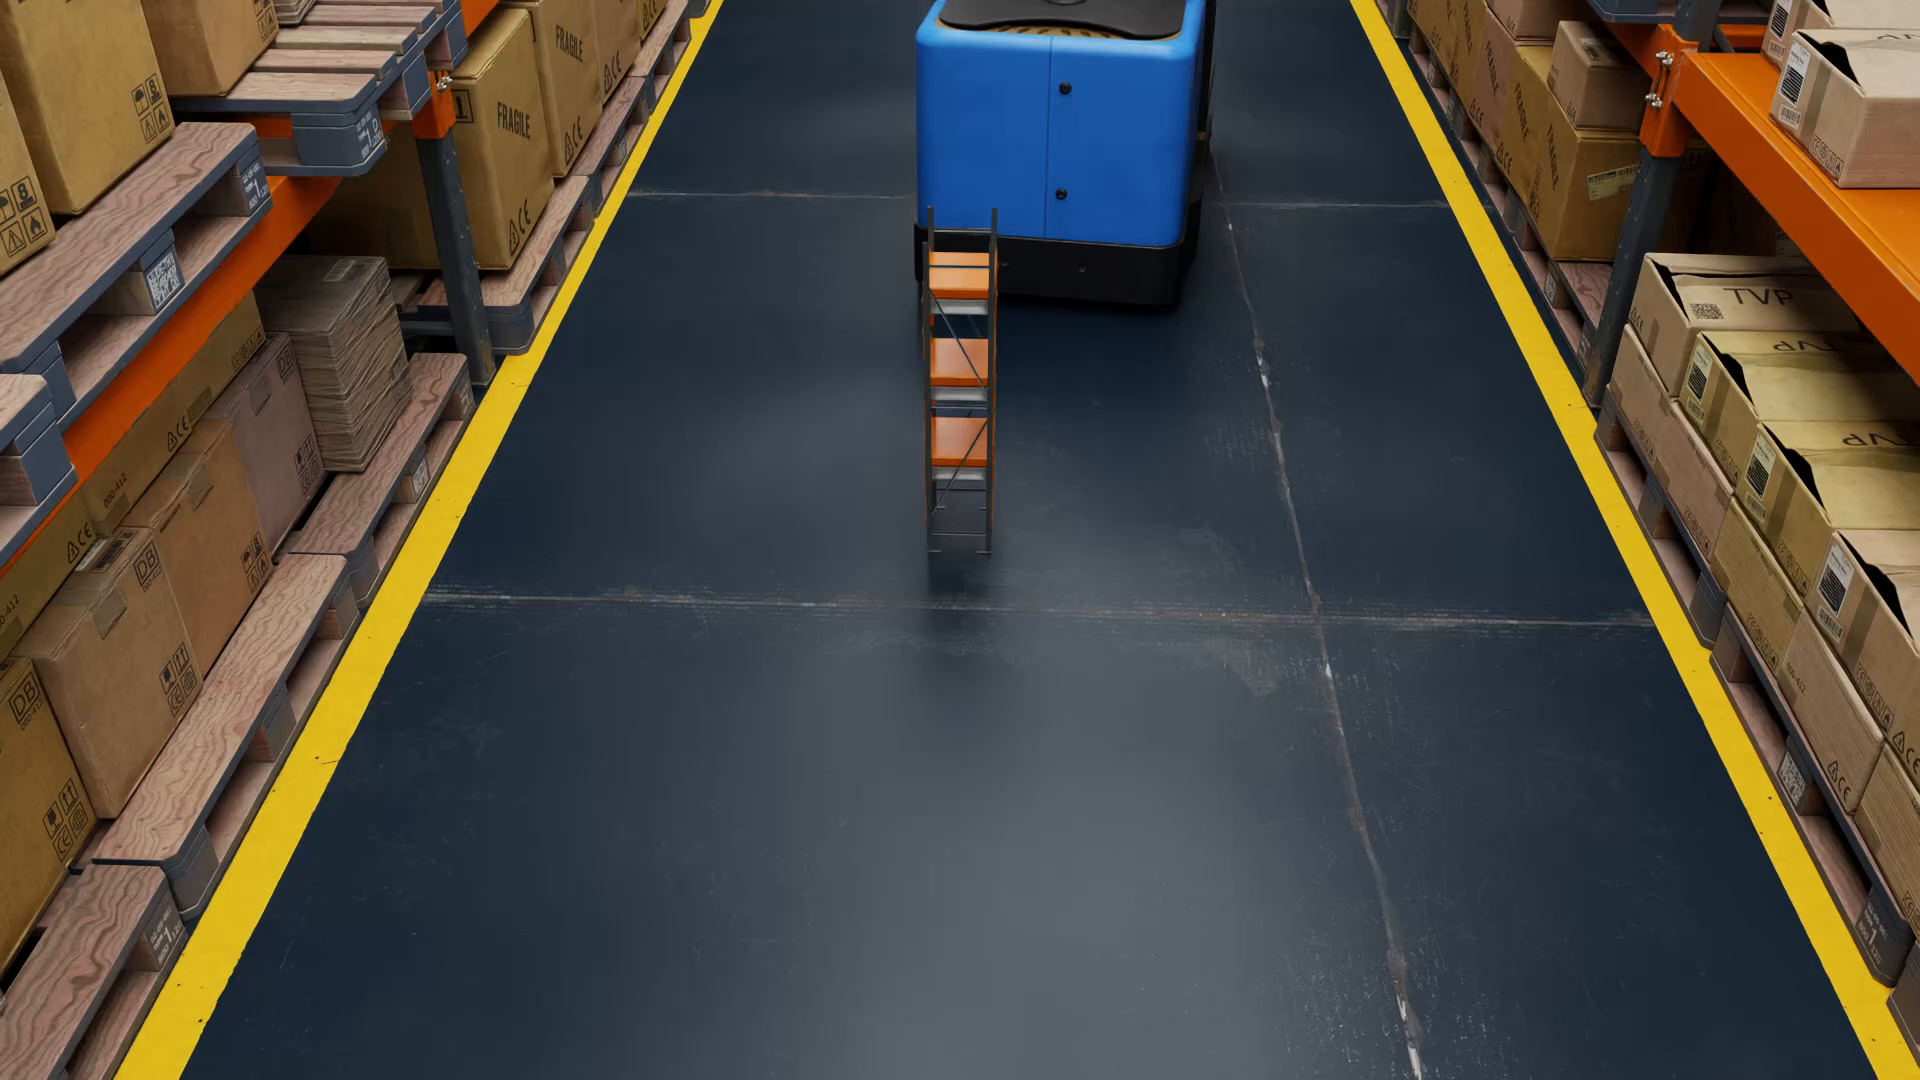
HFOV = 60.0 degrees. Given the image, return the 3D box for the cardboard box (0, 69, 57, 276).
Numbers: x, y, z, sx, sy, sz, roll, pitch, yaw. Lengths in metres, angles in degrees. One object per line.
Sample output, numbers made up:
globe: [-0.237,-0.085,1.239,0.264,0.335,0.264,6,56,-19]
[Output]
cardboard box: [-2.291,-0.737,3.221,0.700,0.500,0.500,6,36,8]

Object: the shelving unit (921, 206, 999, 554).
shelving unit: [0.002,-0.460,4.992,0.215,1.050,0.252,1,35,2]

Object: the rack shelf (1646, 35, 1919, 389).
rack shelf: [2.660,-0.267,3.647,1.077,0.370,4.000,1,35,2]

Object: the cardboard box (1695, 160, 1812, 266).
cardboard box: [3.044,-1.123,6.030,0.500,0.500,0.500,3,35,4]

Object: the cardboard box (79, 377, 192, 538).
cardboard box: [-2.288,-0.251,4.137,0.500,0.250,0.500,1,35,2]

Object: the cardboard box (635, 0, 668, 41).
cardboard box: [-1.945,-3.037,8.467,0.750,0.750,0.750,2,35,2]

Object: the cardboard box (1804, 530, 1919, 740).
cardboard box: [2.370,0.197,3.899,0.500,0.311,0.500,1,35,1]

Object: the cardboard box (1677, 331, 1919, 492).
cardboard box: [2.413,-0.391,4.736,0.500,0.311,0.500,1,35,1]

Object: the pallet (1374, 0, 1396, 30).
pallet: [2.929,-3.262,9.709,1.003,0.211,1.213,1,35,2]

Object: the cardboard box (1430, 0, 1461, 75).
cardboard box: [2.627,-2.587,8.114,0.500,0.500,0.500,2,35,3]

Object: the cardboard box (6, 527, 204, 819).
cardboard box: [-2.326,0.304,4.000,0.700,0.500,0.500,2,35,2]

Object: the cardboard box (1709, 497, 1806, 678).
cardboard box: [2.391,0.124,4.491,0.500,0.250,0.500,0,35,1]

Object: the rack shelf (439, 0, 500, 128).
rack shelf: [-2.129,-2.678,7.077,1.077,0.370,4.000,1,35,2]

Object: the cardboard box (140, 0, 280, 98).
cardboard box: [-2.214,-1.452,4.238,0.700,0.500,0.500,-2,35,-3]

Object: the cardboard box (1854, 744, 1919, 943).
cardboard box: [2.349,0.711,3.656,0.500,0.250,0.500,2,35,3]

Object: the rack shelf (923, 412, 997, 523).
rack shelf: [0.002,-0.224,5.158,0.215,0.259,0.240,1,35,2]

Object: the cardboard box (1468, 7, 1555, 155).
cardboard box: [2.579,-2.010,7.292,0.500,0.500,0.500,0,35,0]

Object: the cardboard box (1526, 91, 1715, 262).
cardboard box: [2.543,-1.411,6.440,0.500,0.500,0.500,3,35,4]

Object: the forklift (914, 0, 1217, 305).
forklift: [0.585,-2.945,6.892,1.130,2.935,3.031,6,36,8]

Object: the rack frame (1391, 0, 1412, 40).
rack frame: [2.901,-4.009,8.345,1.000,3.000,0.127,1,35,2]

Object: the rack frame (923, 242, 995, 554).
rack frame: [-0.003,-0.390,4.892,0.200,1.050,0.008,1,35,2]

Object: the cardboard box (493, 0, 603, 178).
cardboard box: [-2.008,-2.038,7.045,0.750,0.750,0.750,1,35,2]

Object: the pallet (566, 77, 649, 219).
pallet: [-2.051,-1.832,7.674,1.003,0.211,1.213,1,35,2]

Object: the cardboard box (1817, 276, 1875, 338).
cardboard box: [2.965,-0.680,5.148,0.500,0.311,0.500,2,35,3]

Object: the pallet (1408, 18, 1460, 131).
pallet: [2.906,-2.400,8.481,1.003,0.211,1.213,1,35,2]

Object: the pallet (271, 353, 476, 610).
pallet: [-2.243,-0.233,5.398,1.003,0.211,1.213,1,35,2]

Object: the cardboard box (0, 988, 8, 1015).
cardboard box: [-2.358,0.895,3.160,0.700,0.500,0.500,2,35,3]

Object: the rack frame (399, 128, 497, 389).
rack frame: [-2.210,-1.823,5.235,1.000,3.000,0.127,1,35,2]

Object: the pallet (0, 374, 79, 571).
pallet: [-2.194,0.118,2.640,1.003,0.211,1.213,1,35,2]

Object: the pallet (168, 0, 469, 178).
pallet: [-2.132,-1.333,4.704,1.213,0.211,1.003,1,35,2]

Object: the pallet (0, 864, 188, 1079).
pallet: [-2.341,1.169,3.404,1.003,0.211,1.213,1,35,2]

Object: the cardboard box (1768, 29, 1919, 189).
cardboard box: [2.511,-1.165,4.376,0.500,0.311,0.500,1,35,1]

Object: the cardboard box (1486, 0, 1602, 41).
cardboard box: [2.578,-2.338,7.107,0.500,0.250,0.500,1,35,1]

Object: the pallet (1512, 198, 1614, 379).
pallet: [2.808,-0.998,6.486,1.003,0.211,1.213,1,35,2]

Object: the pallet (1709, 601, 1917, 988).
pallet: [2.616,0.601,4.211,1.003,0.211,1.213,1,35,2]

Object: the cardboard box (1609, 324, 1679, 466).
cardboard box: [2.426,-0.463,5.327,0.500,0.250,0.500,1,35,2]

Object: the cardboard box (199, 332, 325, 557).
cardboard box: [-2.324,-0.272,4.820,0.700,0.500,0.500,1,35,2]
